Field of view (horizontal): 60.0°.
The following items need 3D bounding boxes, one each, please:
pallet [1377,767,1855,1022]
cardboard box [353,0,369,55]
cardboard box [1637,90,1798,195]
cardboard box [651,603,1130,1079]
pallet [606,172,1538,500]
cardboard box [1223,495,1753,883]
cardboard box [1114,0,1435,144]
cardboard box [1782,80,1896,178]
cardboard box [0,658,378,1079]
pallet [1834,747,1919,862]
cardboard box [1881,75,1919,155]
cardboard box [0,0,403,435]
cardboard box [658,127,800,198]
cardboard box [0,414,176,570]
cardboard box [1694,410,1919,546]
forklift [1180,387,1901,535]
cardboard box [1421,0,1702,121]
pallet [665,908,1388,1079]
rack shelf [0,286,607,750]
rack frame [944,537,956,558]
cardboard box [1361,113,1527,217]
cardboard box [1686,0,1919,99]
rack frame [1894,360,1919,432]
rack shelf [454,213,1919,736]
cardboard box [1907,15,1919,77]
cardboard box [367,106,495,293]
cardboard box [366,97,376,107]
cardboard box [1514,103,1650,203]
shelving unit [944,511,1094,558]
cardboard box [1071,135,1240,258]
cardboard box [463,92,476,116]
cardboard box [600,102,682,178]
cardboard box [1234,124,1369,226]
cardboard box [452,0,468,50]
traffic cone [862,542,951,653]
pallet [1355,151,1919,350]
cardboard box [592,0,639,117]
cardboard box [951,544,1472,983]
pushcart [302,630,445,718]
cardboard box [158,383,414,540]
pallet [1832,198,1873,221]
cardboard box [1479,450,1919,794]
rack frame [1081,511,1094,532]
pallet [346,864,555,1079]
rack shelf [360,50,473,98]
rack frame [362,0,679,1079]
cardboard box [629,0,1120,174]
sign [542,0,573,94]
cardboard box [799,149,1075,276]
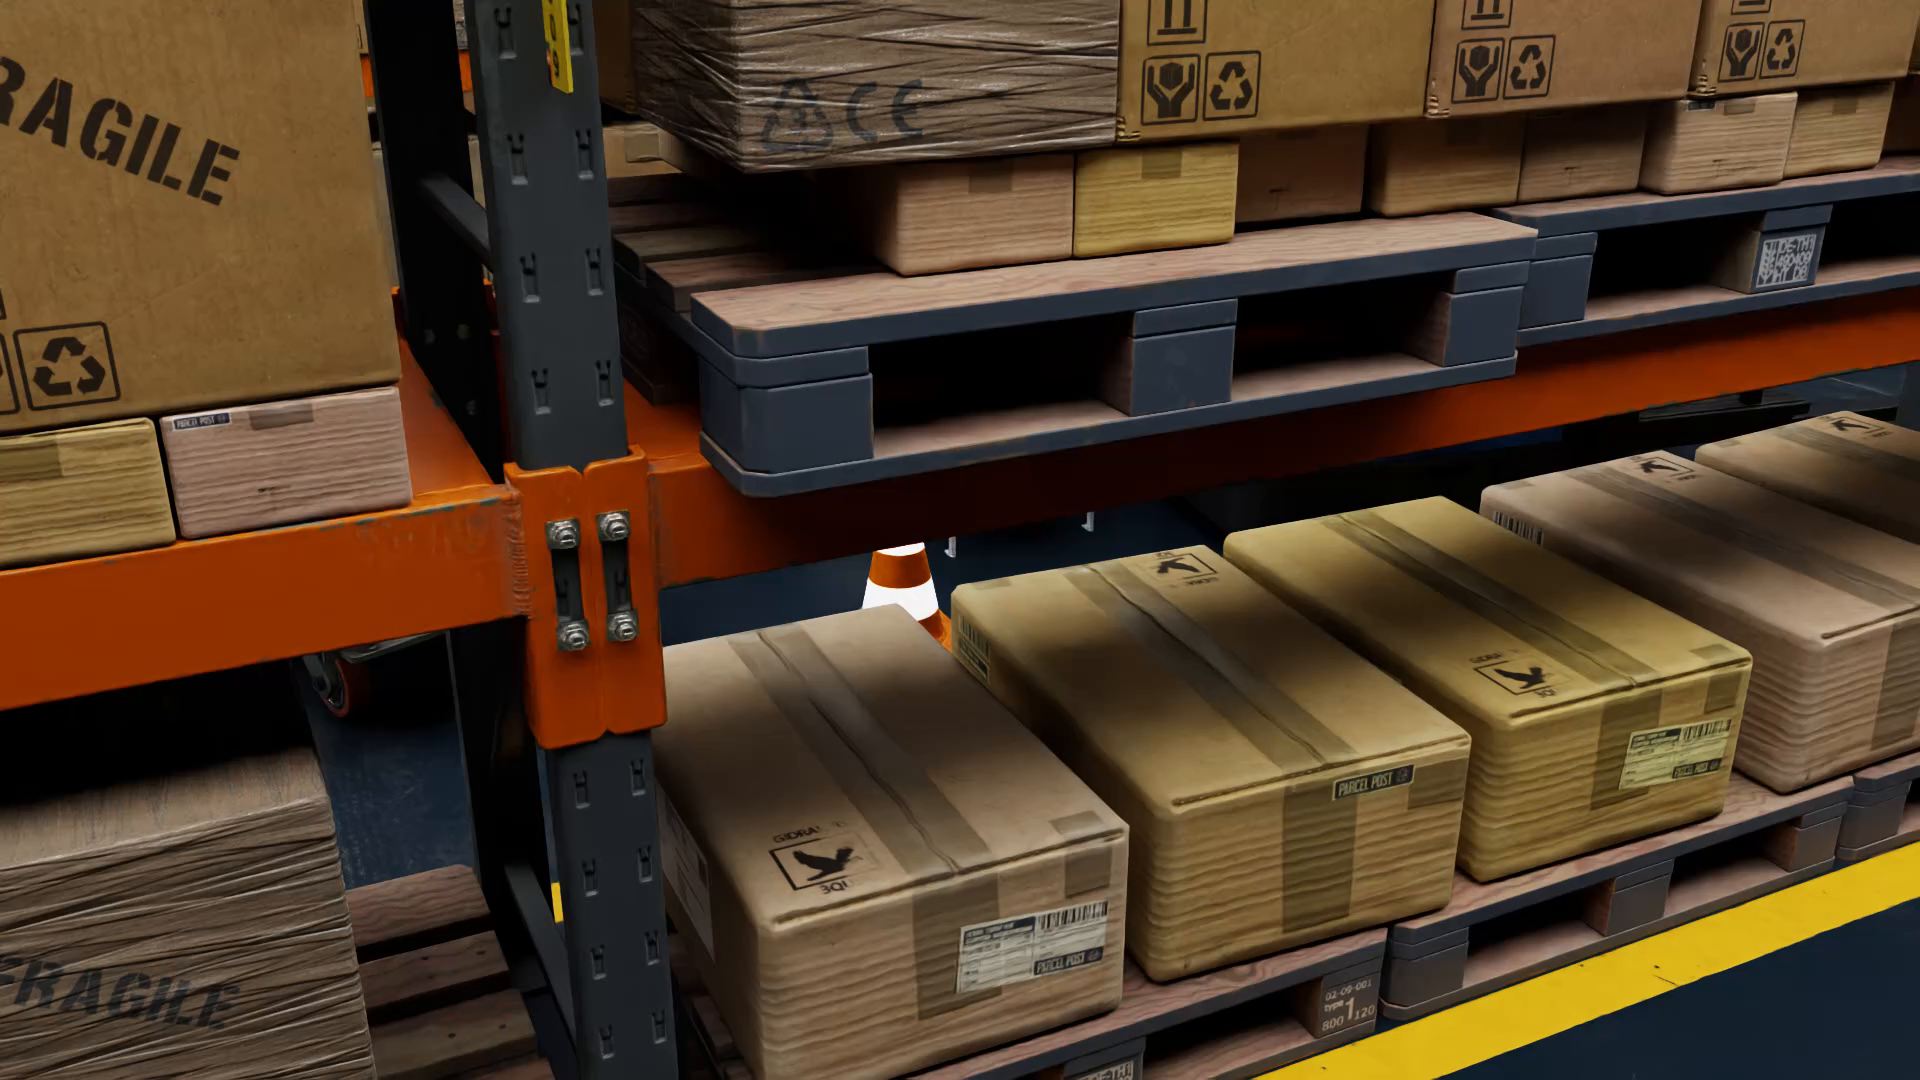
[{"bbox_3d":[1.126,0.529,3.696,1.213,0.211,1.003,-10,25,-24],"label":"pallet"},{"bbox_3d":[-2.323,-2.156,6.405,0.500,0.500,0.500,-10,25,-23],"label":"cardboard box"},{"bbox_3d":[1.146,-0.693,2.782,0.250,0.149,0.380,-9,24,-22],"label":"cardboard box"},{"bbox_3d":[-0.204,0.506,2.991,0.625,0.372,0.950,-10,25,-23],"label":"cardboard box"},{"bbox_3d":[0.076,-0.414,2.579,1.213,0.211,1.003,-10,25,-24],"label":"pallet"},{"bbox_3d":[1.068,0.270,3.562,0.625,0.372,0.950,-10,24,-22],"label":"cardboard box"},{"bbox_3d":[0.322,-0.866,2.351,0.500,0.500,0.500,-10,25,-23],"label":"cardboard box"},{"bbox_3d":[1.373,-0.747,2.913,0.250,0.149,0.380,-11,25,-25],"label":"cardboard box"},{"bbox_3d":[-1.092,0.495,2.198,0.500,0.500,0.500,-11,25,-24],"label":"cardboard box"},{"bbox_3d":[2.224,0.328,4.181,1.213,0.211,1.003,-10,25,-24],"label":"pallet"},{"bbox_3d":[1.564,-0.817,3.082,0.250,0.149,0.380,-10,25,-23],"label":"cardboard box"},{"bbox_3d":[-0.968,-0.450,1.896,0.500,0.500,0.500,-11,25,-25],"label":"cardboard box"},{"bbox_3d":[-0.332,-0.684,2.760,0.250,0.149,0.380,-10,25,-23],"label":"cardboard box"},{"bbox_3d":[-1.055,-0.108,1.917,0.250,0.149,0.380,-10,24,-22],"label":"cardboard box"},{"bbox_3d":[2.415,0.021,4.164,0.625,0.372,0.950,-12,25,-27],"label":"cardboard box"},{"bbox_3d":[2.154,-1.614,5.316,3.031,2.935,1.130,-7,23,-16],"label":"forklift"},{"bbox_3d":[0.774,-0.943,2.537,0.500,0.500,0.500,-11,25,-24],"label":"cardboard box"},{"bbox_3d":[0.025,0.733,3.203,1.213,0.211,1.003,-10,25,-24],"label":"pallet"},{"bbox_3d":[-2.478,0.238,1.693,4.000,0.370,1.077,-10,25,-24],"label":"rack shelf"},{"bbox_3d":[-0.071,-0.541,4.989,0.015,1.200,0.240,-10,25,-24],"label":"rack frame"},{"bbox_3d":[0.660,-0.627,2.621,0.250,0.149,0.380,-10,25,-23],"label":"cardboard box"},{"bbox_3d":[1.232,-1.032,2.752,0.500,0.500,0.500,-12,25,-26],"label":"cardboard box"},{"bbox_3d":[2.928,-1.089,3.960,0.127,3.000,1.000,-10,25,-24],"label":"rack frame"},{"bbox_3d":[1.126,-0.425,3.296,4.000,0.370,1.077,-10,25,-24],"label":"rack shelf"},{"bbox_3d":[1.724,-1.122,2.970,0.500,0.500,0.500,-12,25,-27],"label":"cardboard box"},{"bbox_3d":[-2.393,-1.403,7.111,0.750,0.750,1.050,-11,25,-24],"label":"cardboard box"},{"bbox_3d":[-3.973,-3.056,11.405,0.500,0.500,0.700,-11,25,-24],"label":"cardboard box"},{"bbox_3d":[0.884,-0.667,2.719,0.250,0.149,0.380,-10,25,-23],"label":"cardboard box"},{"bbox_3d":[0.149,-0.582,5.087,0.503,1.200,0.258,-10,25,-24],"label":"shelving unit"},{"bbox_3d":[0.188,-0.525,2.376,0.250,0.149,0.380,-10,24,-23],"label":"cardboard box"},{"bbox_3d":[-3.469,-3.149,11.629,0.500,0.500,0.700,-13,26,-28],"label":"cardboard box"},{"bbox_3d":[-1.522,-1.562,7.494,0.750,0.750,1.050,-10,25,-24],"label":"cardboard box"},{"bbox_3d":[0.410,-0.598,2.553,0.250,0.149,0.380,-9,24,-20],"label":"cardboard box"},{"bbox_3d":[-1.868,-2.240,6.608,0.500,0.500,0.500,-10,25,-23],"label":"cardboard box"},{"bbox_3d":[-0.166,0.058,4.504,0.334,0.463,0.336,-10,25,-24],"label":"traffic cone"},{"bbox_3d":[1.163,-0.658,3.169,1.213,0.211,1.003,-10,25,-24],"label":"pallet"},{"bbox_3d":[-0.359,-0.959,2.577,0.500,0.500,0.500,-11,25,-25],"label":"cardboard box"},{"bbox_3d":[0.442,0.386,3.282,0.625,0.372,0.950,-9,24,-20],"label":"cardboard box"},{"bbox_3d":[-1.710,0.008,4.736,1.648,0.377,0.936,20,30,40],"label":"pushcart"},{"bbox_3d":[-0.833,-0.151,2.022,0.250,0.149,0.380,-11,25,-24],"label":"cardboard box"},{"bbox_3d":[2.333,-0.846,3.622,1.003,0.211,1.213,-10,25,-24],"label":"pallet"},{"bbox_3d":[1.754,0.146,3.861,0.625,0.372,0.950,-11,25,-25],"label":"cardboard box"},{"bbox_3d":[0.369,-0.622,5.185,0.015,1.200,0.240,-10,25,-24],"label":"rack frame"},{"bbox_3d":[-1.266,0.986,2.592,1.213,0.211,1.003,-10,25,-24],"label":"pallet"},{"bbox_3d":[-1.112,-2.114,7.376,4.000,0.370,1.077,-10,25,-24],"label":"rack shelf"},{"bbox_3d":[-0.676,-0.426,2.357,0.127,3.000,1.000,-10,25,-24],"label":"rack frame"},{"bbox_3d":[-0.129,-0.782,2.150,0.500,0.500,0.500,-10,24,-22],"label":"cardboard box"},{"bbox_3d":[-0.434,-0.640,1.742,0.005,0.325,0.100,-10,25,-24],"label":"sign"},{"bbox_3d":[-0.041,-0.487,2.283,0.250,0.149,0.380,-10,25,-23],"label":"cardboard box"}]
